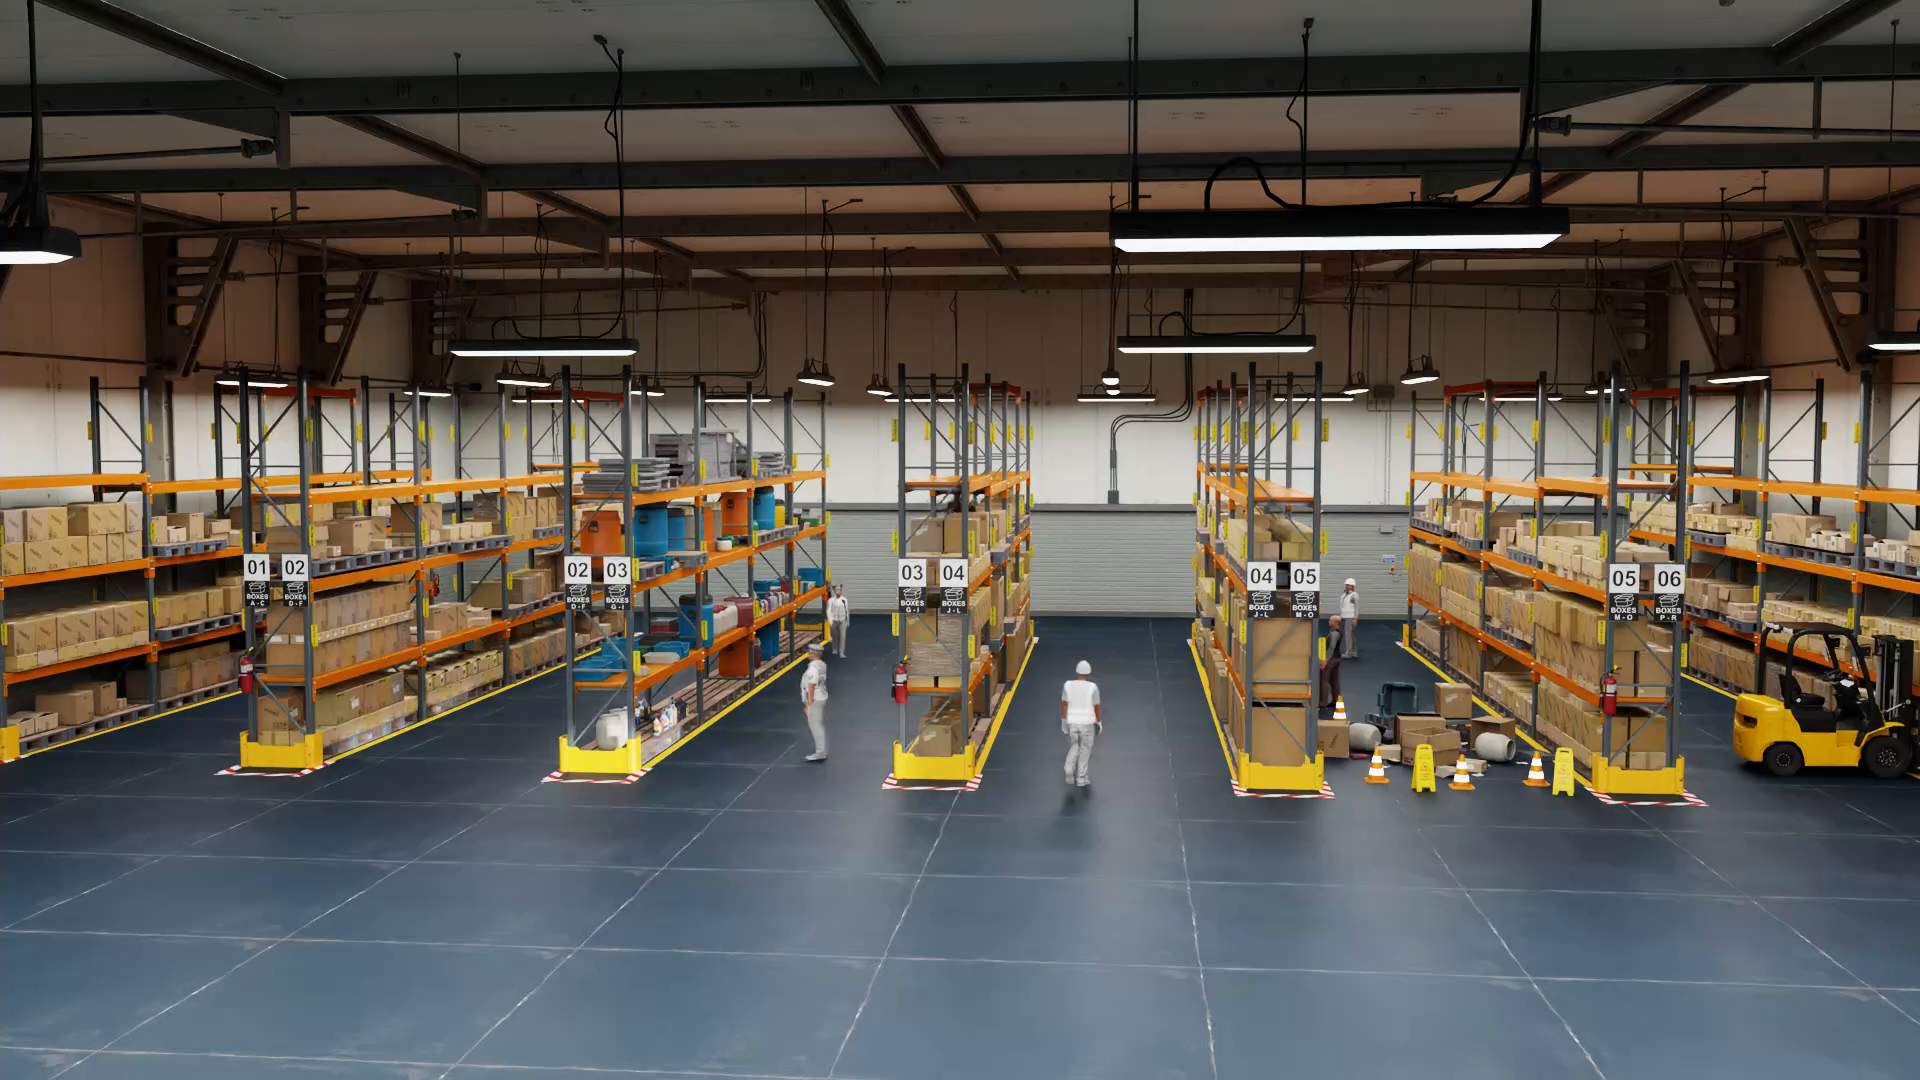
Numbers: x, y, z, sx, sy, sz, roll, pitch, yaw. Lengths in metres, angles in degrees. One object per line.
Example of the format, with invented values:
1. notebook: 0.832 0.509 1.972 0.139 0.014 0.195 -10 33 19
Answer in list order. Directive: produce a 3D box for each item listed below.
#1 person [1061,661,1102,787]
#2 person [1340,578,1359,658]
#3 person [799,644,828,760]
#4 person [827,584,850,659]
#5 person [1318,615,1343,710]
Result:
1. person: 1.731 2.586 23.494 0.551 1.781 0.471 3 4 34
2. person: 8.670 1.743 37.128 0.453 1.776 0.561 0 4 3
3. person: -2.238 2.497 25.493 0.418 1.804 0.655 1 4 10
4. person: -2.707 1.802 37.042 0.513 1.645 0.956 0 4 -6
5. person: 6.728 2.219 30.248 0.483 1.720 0.603 3 5 40
